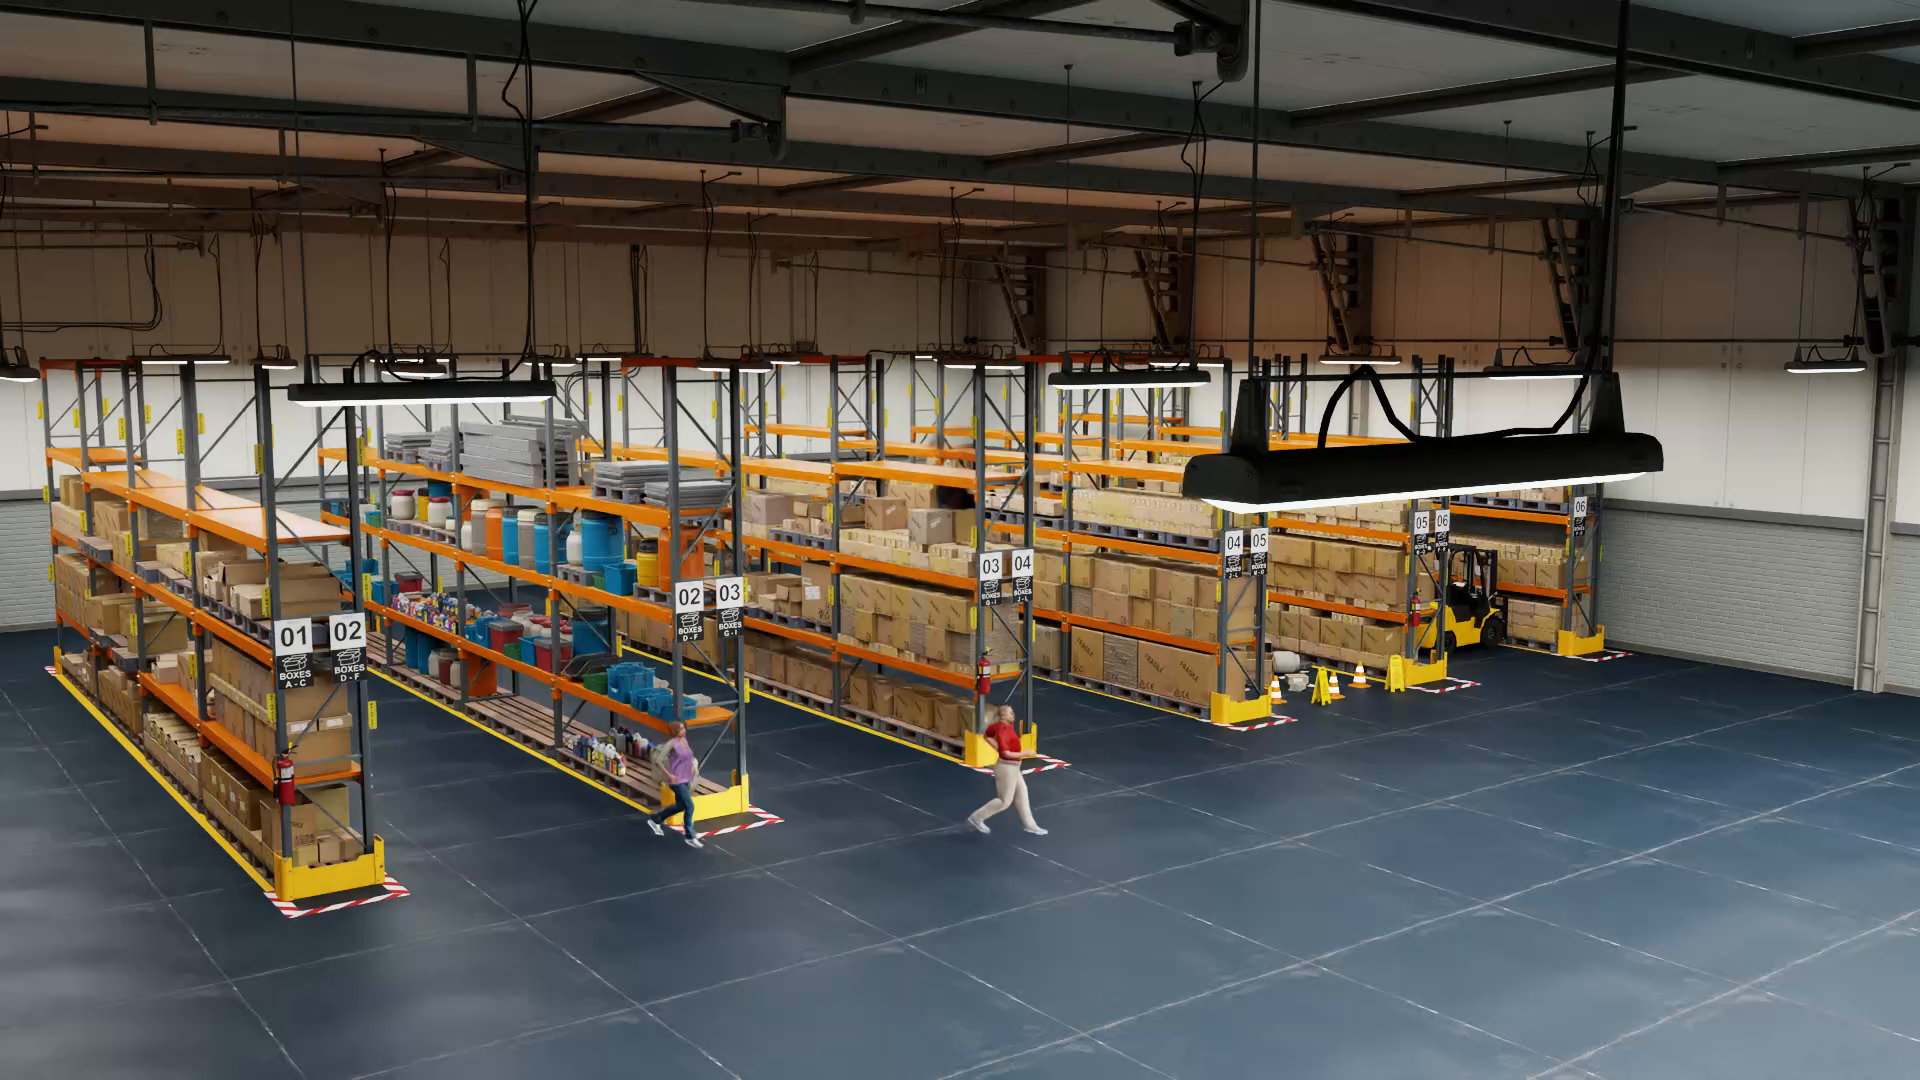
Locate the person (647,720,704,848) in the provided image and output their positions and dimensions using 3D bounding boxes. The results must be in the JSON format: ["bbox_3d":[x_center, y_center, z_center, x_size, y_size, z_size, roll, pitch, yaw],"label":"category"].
[{"bbox_3d":[-3.578,3.060,20.924,0.775,1.605,0.571,2,7,14],"label":"person"}]

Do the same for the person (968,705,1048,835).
[{"bbox_3d":[0.612,2.940,21.162,1.032,1.711,0.675,0,7,-2],"label":"person"}]

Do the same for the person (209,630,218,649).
[{"bbox_3d":[-14.573,1.656,32.185,0.729,1.690,0.713,4,8,33],"label":"person"}]
